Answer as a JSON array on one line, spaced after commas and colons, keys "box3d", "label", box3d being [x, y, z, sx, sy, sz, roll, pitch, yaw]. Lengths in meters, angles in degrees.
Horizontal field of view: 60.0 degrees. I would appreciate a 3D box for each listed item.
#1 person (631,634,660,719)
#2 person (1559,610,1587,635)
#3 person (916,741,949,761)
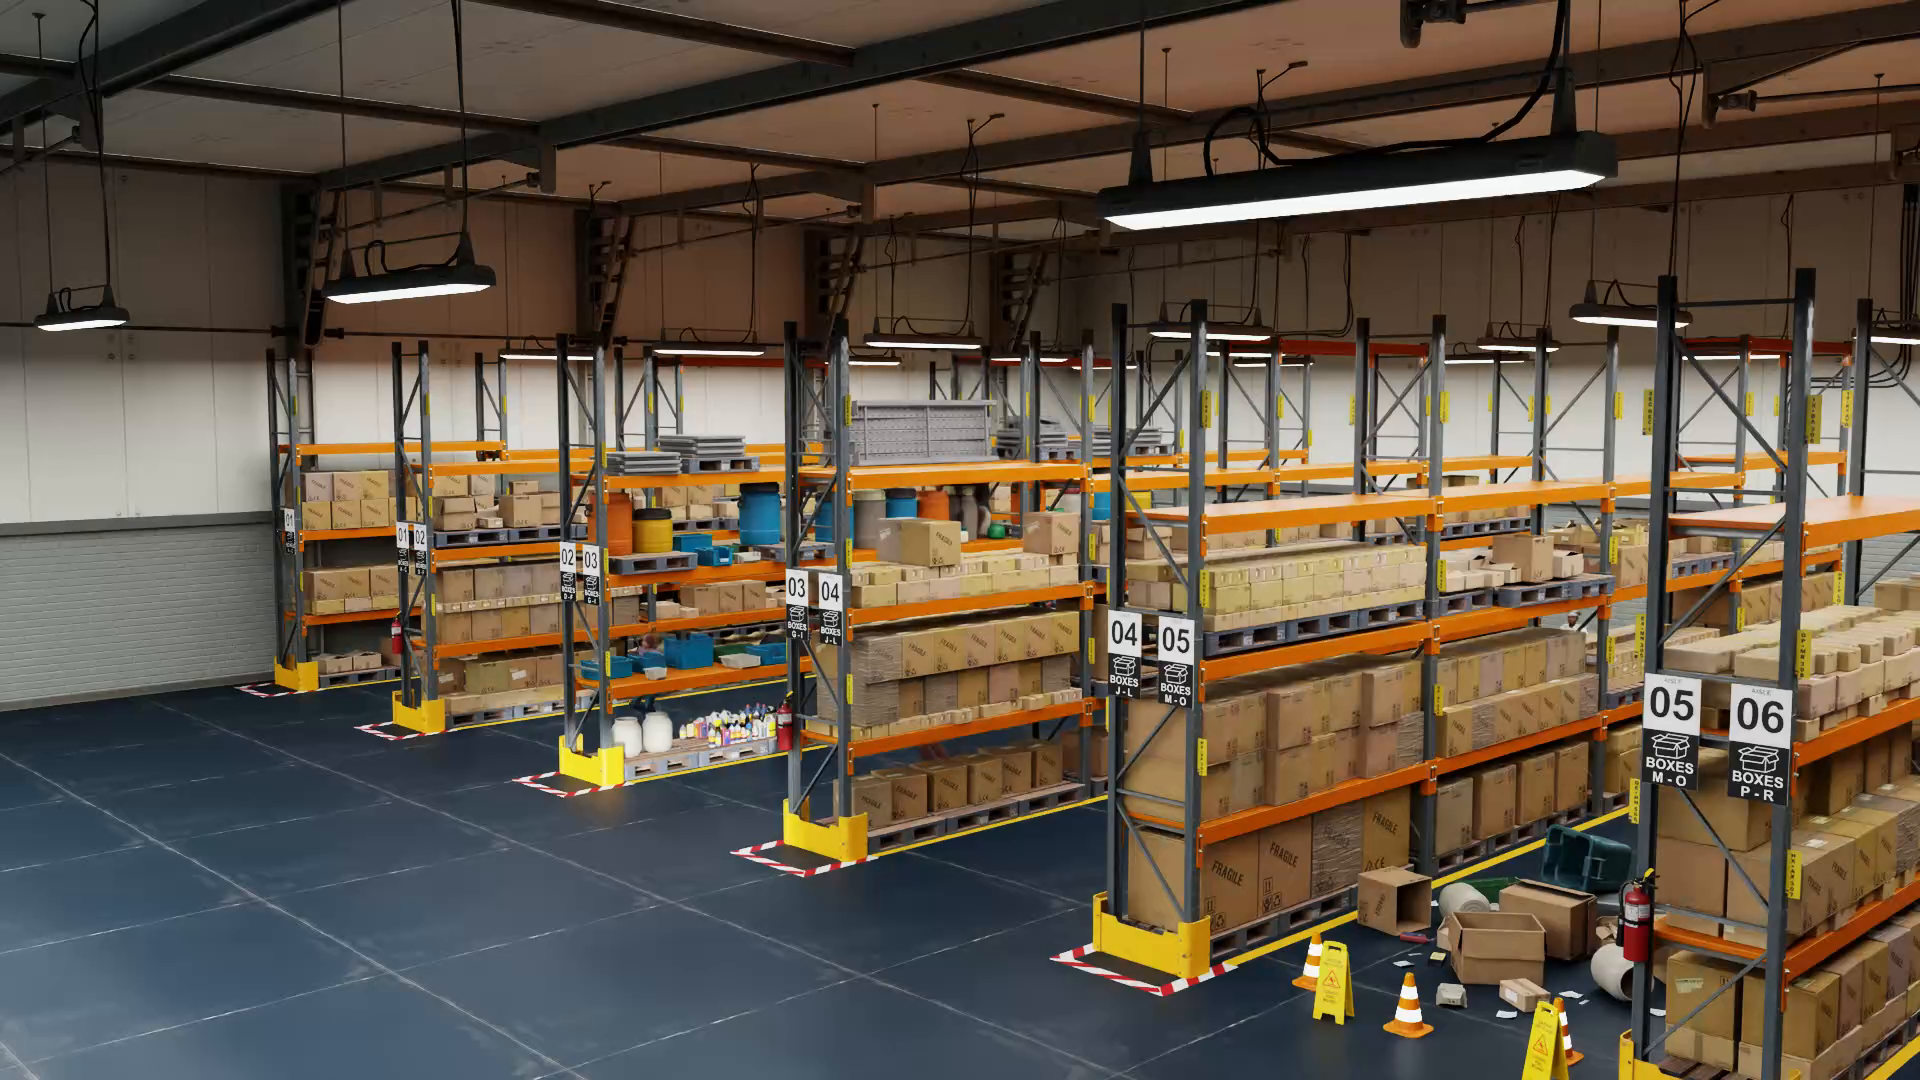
[{"box3d": [-4.779, 2.210, 25.222, 0.532, 1.546, 0.541, 2, 6, 26], "label": "person"}, {"box3d": [10.115, 1.957, 27.593, 0.573, 1.657, 0.557, 3, 6, 33], "label": "person"}, {"box3d": [-0.392, 2.395, 22.347, 0.745, 1.619, 0.611, -4, 7, -41], "label": "person"}]
